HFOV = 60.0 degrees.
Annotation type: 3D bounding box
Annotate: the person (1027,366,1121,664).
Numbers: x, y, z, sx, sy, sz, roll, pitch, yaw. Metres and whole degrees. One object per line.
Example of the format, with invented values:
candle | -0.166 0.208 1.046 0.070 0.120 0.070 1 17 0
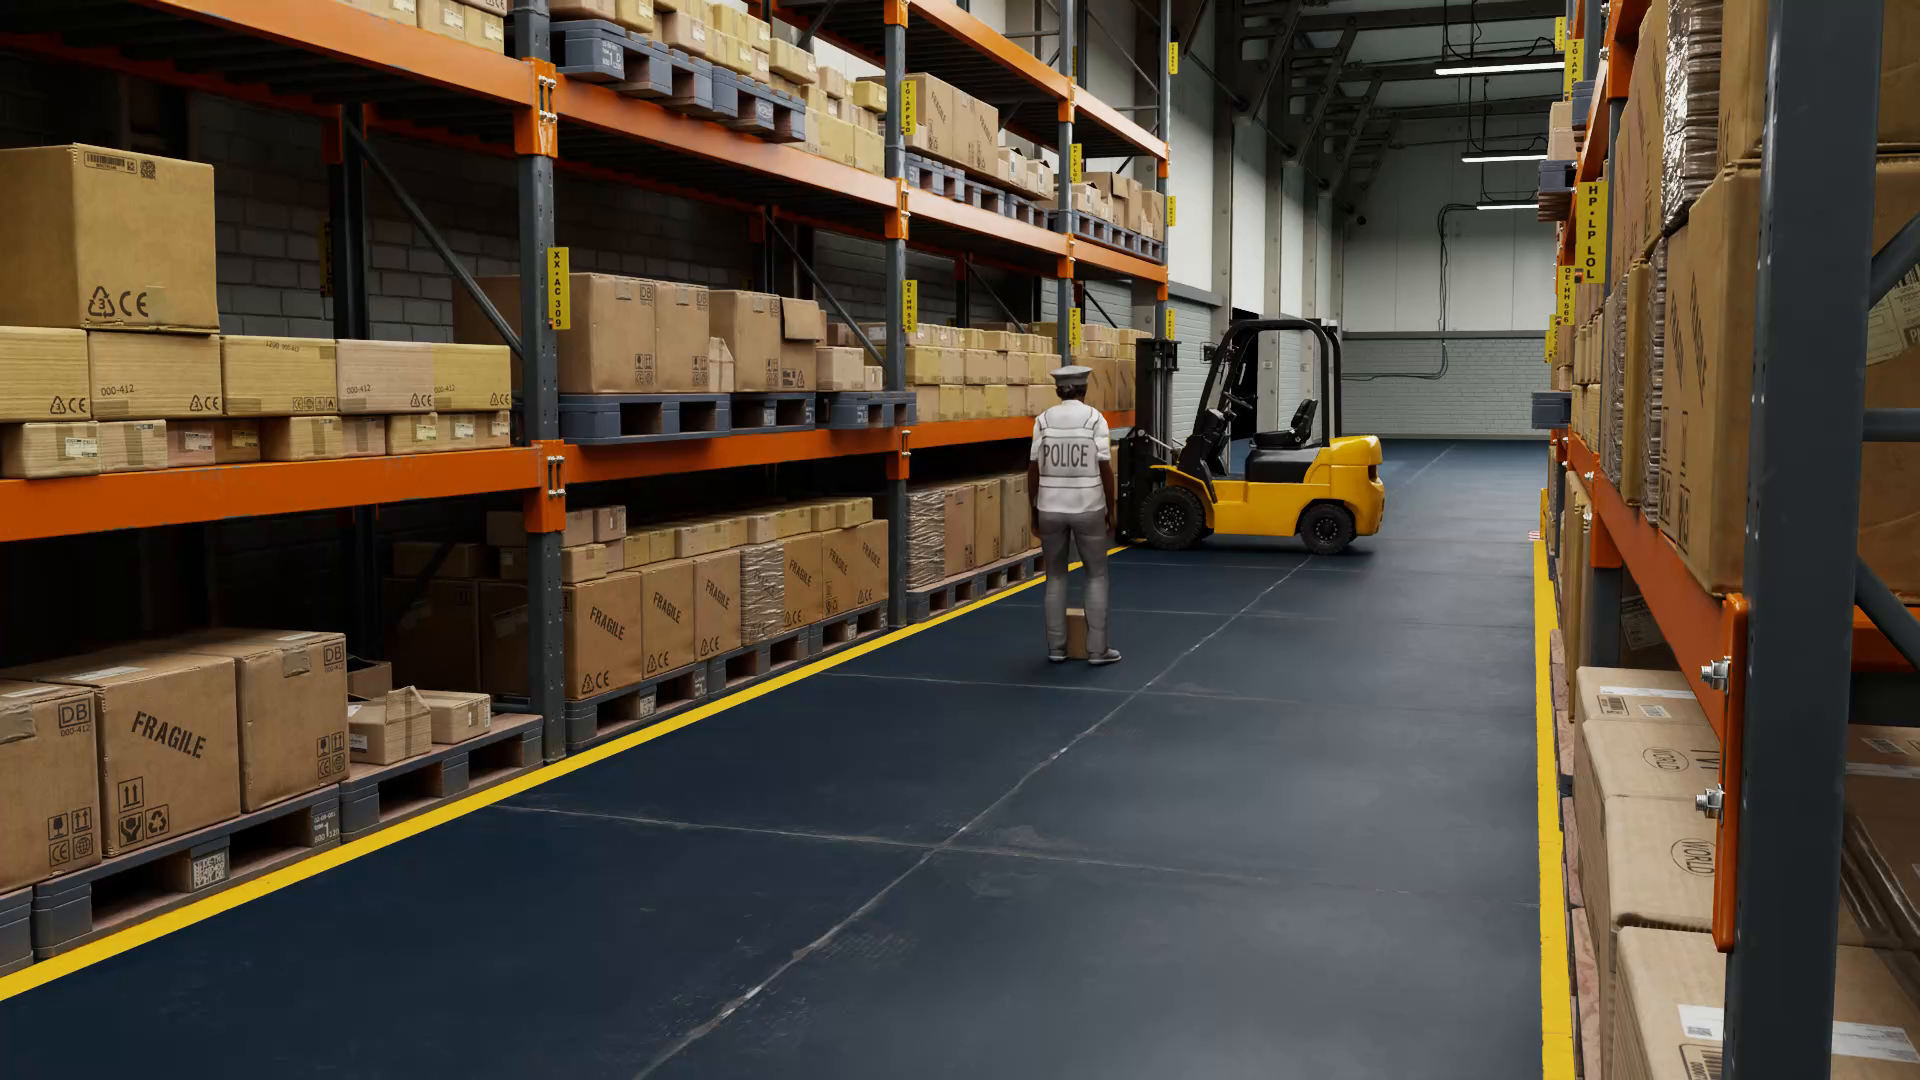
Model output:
person | 0.638 -0.141 9.275 0.512 1.656 0.426 2 6 16
